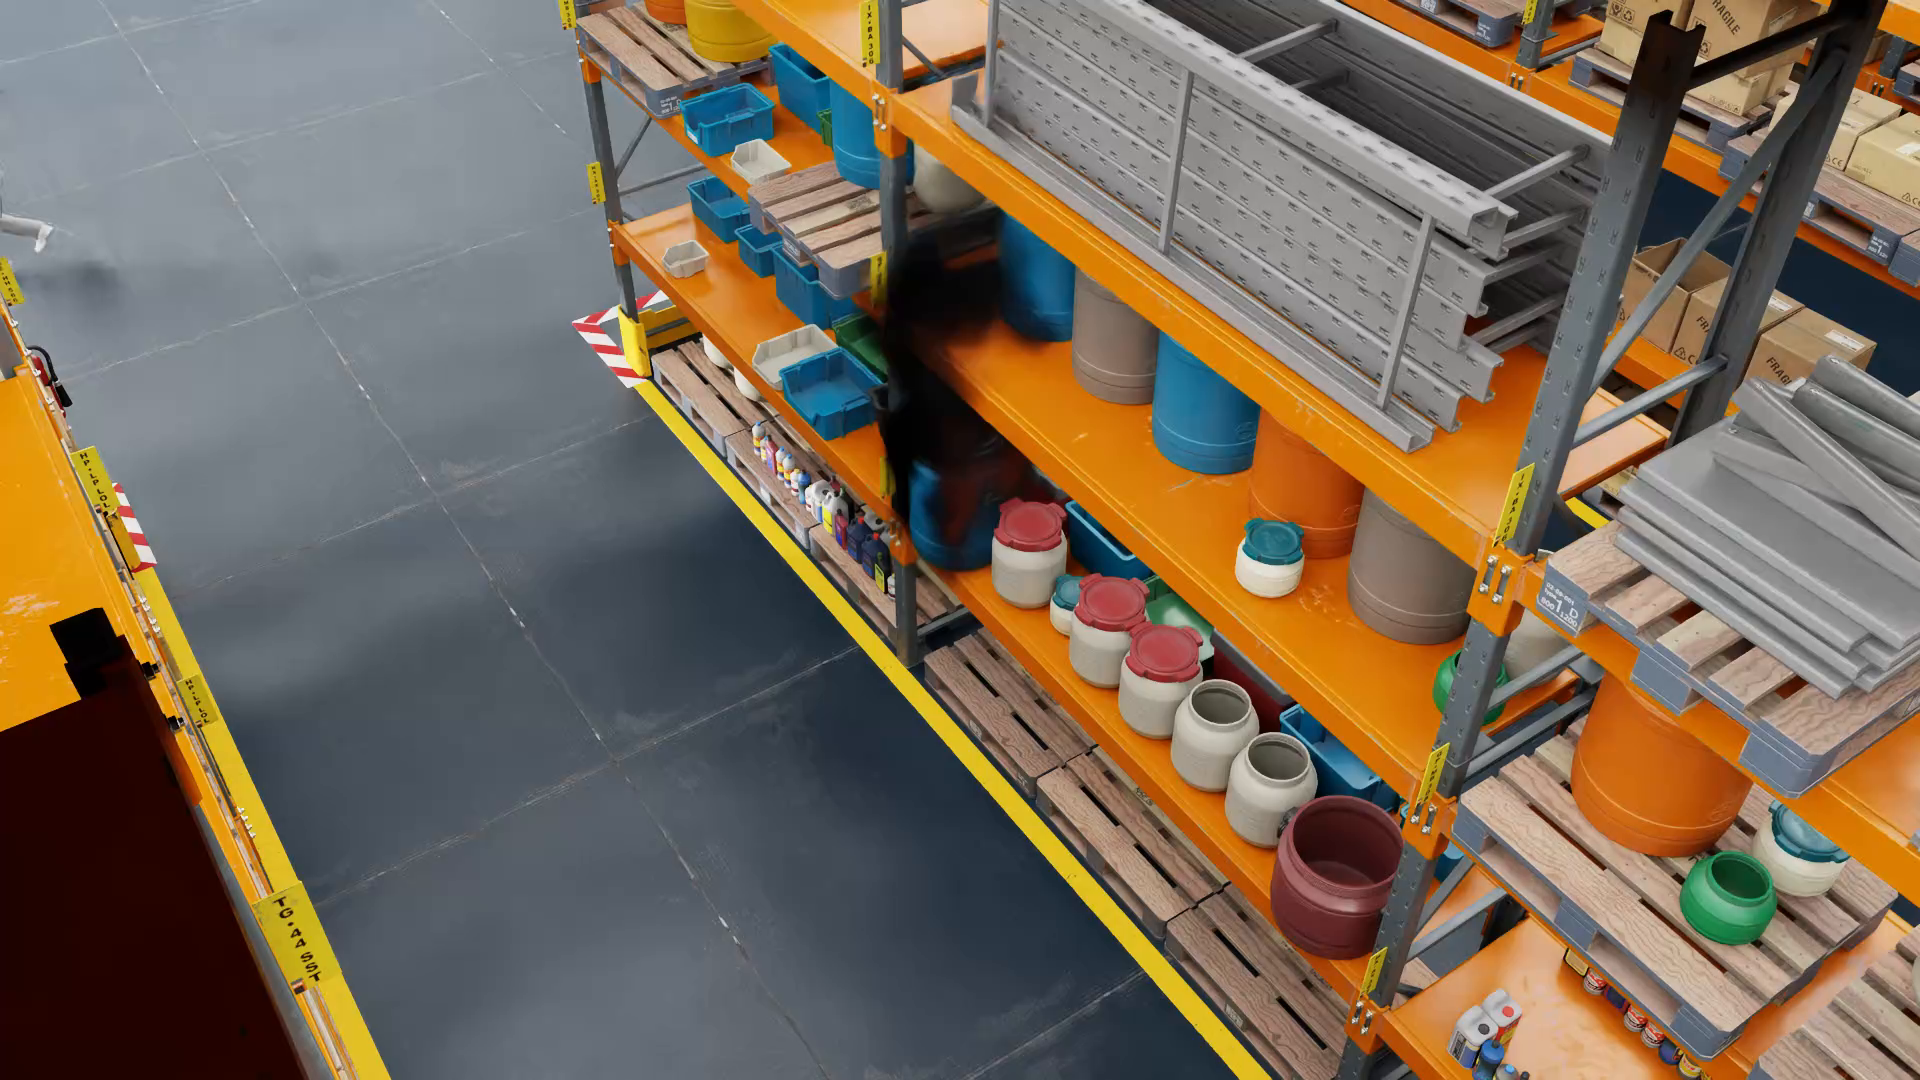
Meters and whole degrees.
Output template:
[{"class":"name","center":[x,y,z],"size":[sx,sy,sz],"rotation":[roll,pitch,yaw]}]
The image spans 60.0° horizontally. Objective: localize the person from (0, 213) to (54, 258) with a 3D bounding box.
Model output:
[{"class":"person","center":[-8.083,-2.897,13.717],"size":[0.809,1.652,0.576],"rotation":[-3,43,-3]}]
